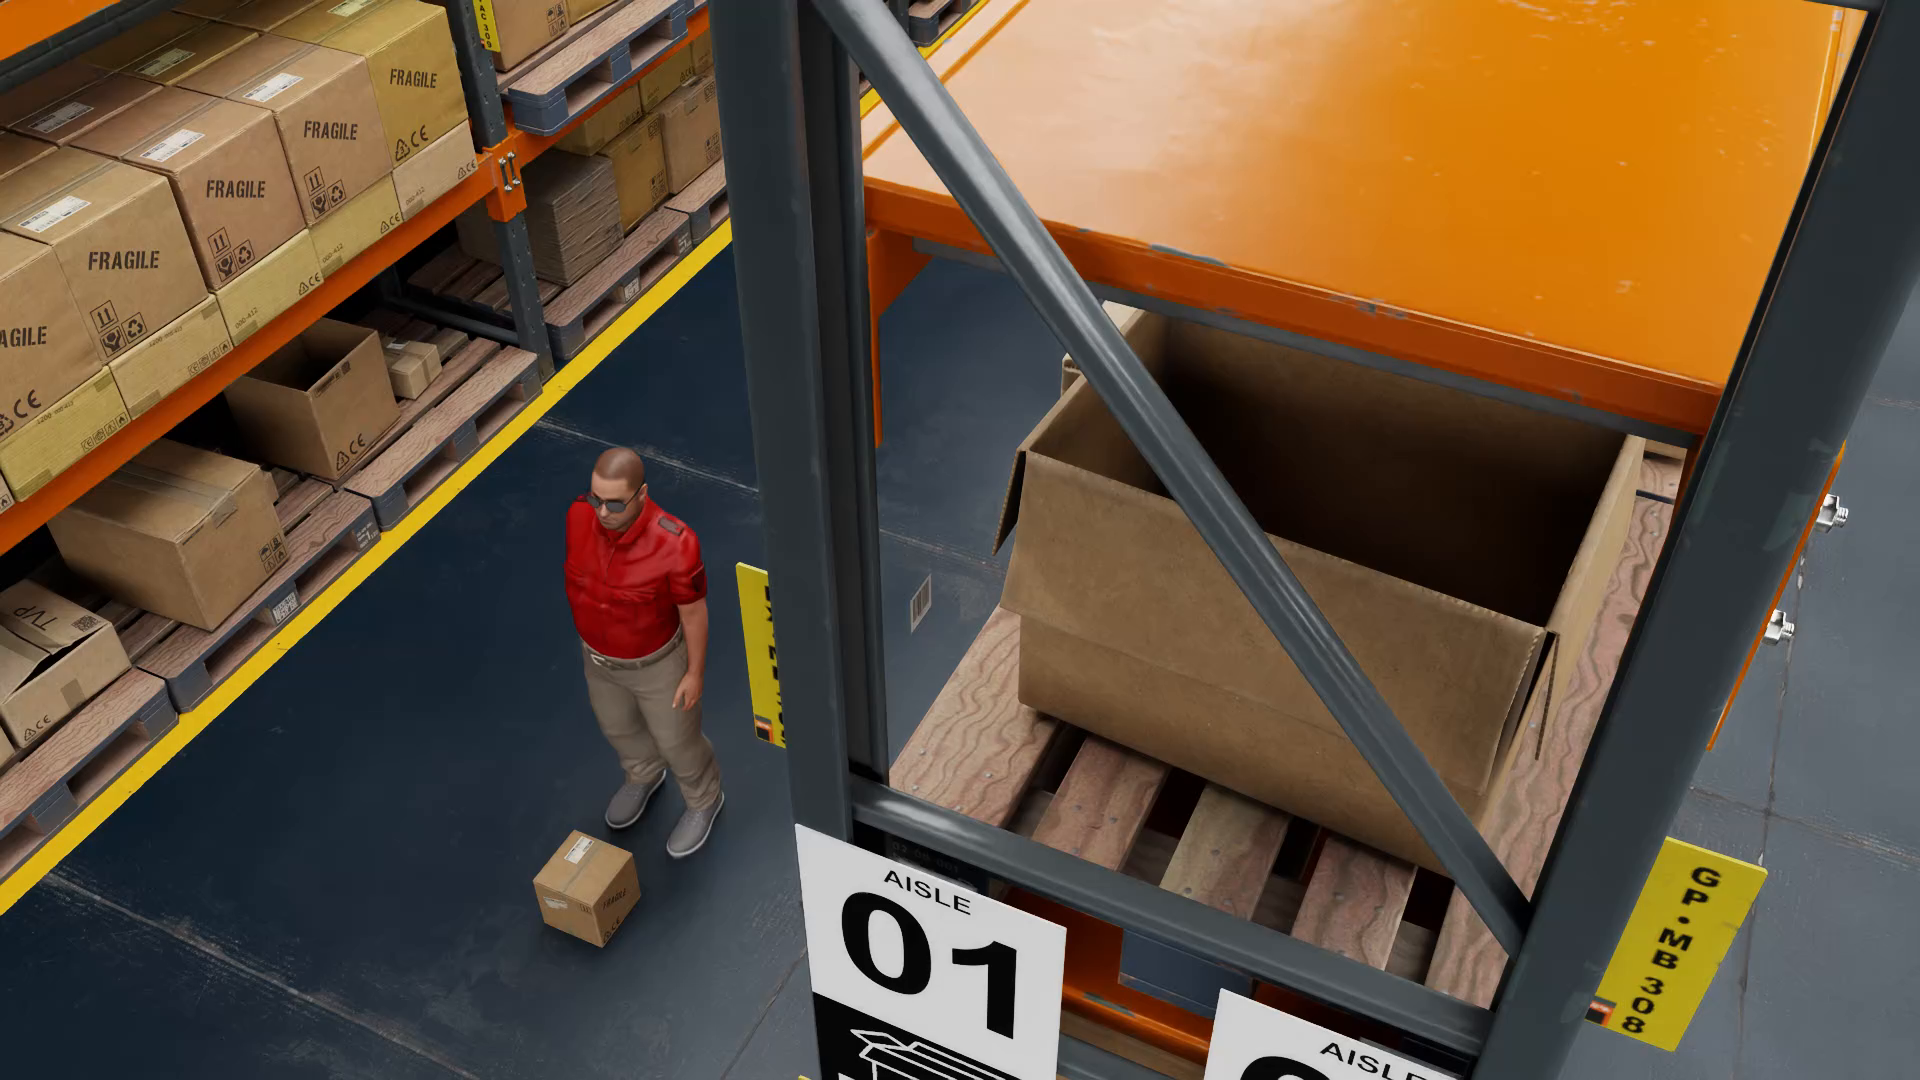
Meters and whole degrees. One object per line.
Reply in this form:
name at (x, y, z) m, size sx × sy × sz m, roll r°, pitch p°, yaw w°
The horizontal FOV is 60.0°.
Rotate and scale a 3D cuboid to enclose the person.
person at (-1.115, 0.660, 5.855) m, size 0.576 × 1.170 × 0.814 m, roll 17°, pitch 45°, yaw 18°
